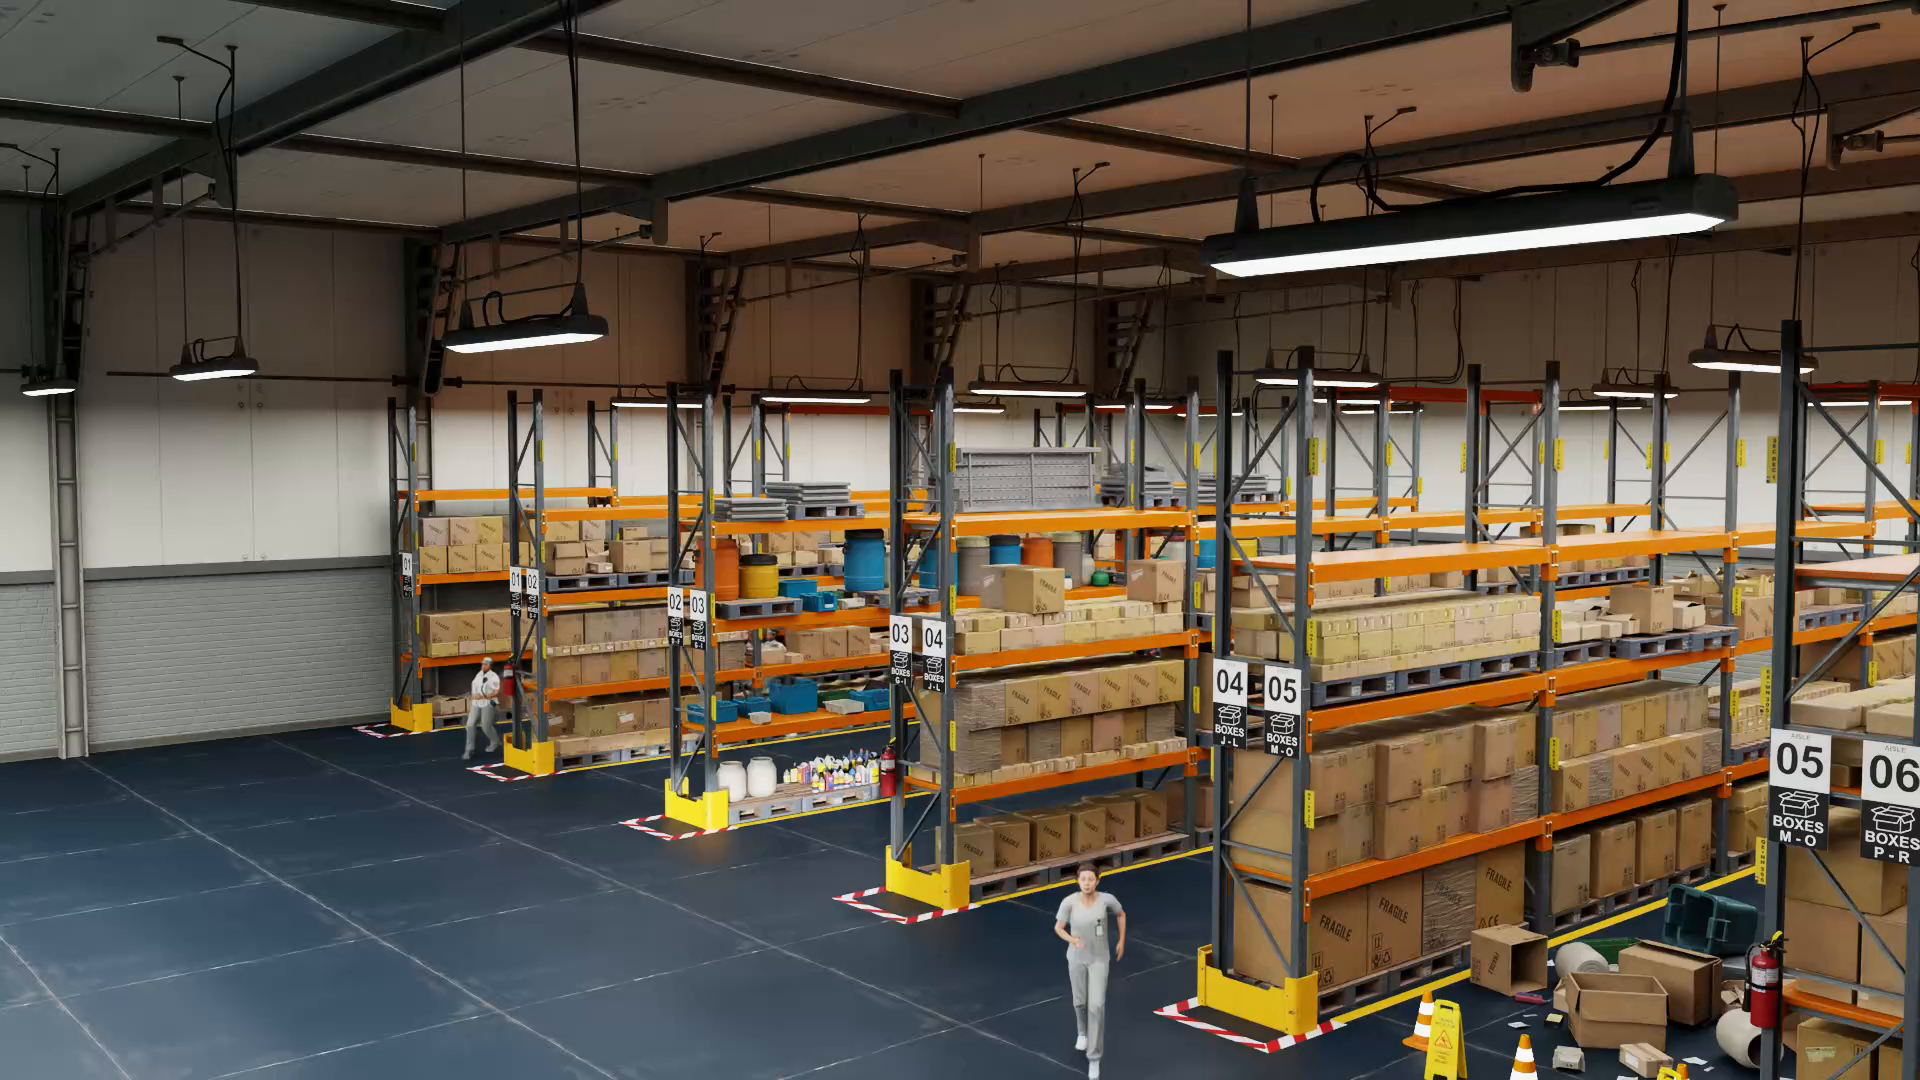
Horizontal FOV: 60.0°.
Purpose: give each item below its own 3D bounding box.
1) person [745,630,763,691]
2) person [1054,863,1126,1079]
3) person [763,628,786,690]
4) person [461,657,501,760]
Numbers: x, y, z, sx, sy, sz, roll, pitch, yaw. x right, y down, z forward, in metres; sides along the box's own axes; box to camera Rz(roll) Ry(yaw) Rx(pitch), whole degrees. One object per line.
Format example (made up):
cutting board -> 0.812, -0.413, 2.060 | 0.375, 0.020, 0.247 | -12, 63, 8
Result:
person -> -3.934, 2.528, 31.625 | 0.490, 1.625, 0.711 | 3, 5, 43
person -> 1.080, 3.529, 13.820 | 0.577, 1.736, 0.771 | 1, 3, 9
person -> -3.519, 2.482, 31.212 | 0.844, 1.708, 0.592 | -3, 4, -41
person -> -7.785, 2.753, 27.358 | 0.604, 1.684, 0.777 | 2, 4, 24
